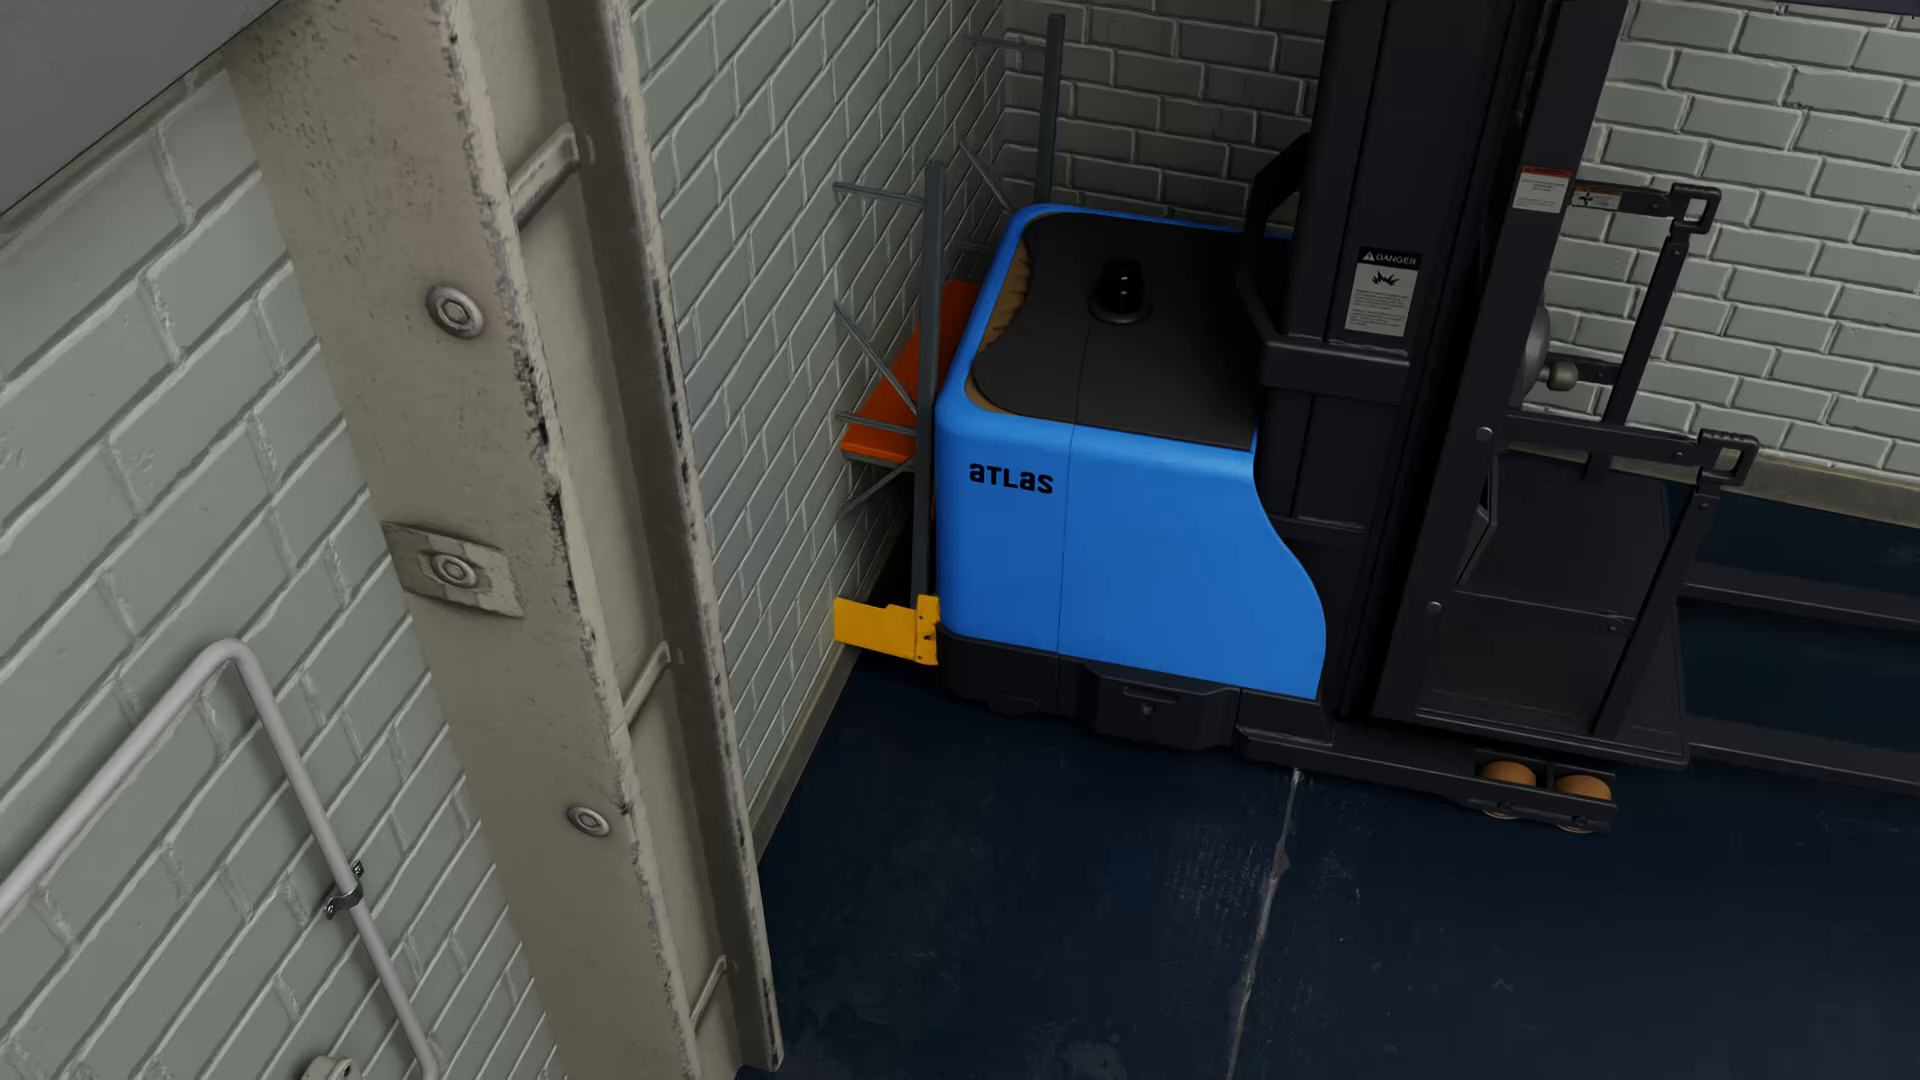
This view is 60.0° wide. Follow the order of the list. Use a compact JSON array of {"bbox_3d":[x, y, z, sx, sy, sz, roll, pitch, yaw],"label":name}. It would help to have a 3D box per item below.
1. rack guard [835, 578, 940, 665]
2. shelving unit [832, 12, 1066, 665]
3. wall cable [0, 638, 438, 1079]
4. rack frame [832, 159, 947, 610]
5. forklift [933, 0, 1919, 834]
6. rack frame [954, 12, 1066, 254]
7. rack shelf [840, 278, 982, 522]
[{"bbox_3d":[-0.326,0.168,4.684,0.587,0.250,0.087,13,39,13],"label":"rack guard"},{"bbox_3d":[-0.142,-0.610,4.680,0.587,1.500,1.083,13,39,13],"label":"shelving unit"},{"bbox_3d":[-1.133,0.823,1.538,0.084,1.984,1.851,13,46,13],"label":"wall cable"},{"bbox_3d":[-0.304,-0.316,4.287,0.500,1.500,0.032,13,39,13],"label":"rack frame"},{"bbox_3d":[1.495,-0.676,3.845,3.031,2.935,1.130,10,45,10],"label":"forklift"},{"bbox_3d":[0.015,-0.894,5.060,0.500,1.500,0.032,13,39,13],"label":"rack frame"},{"bbox_3d":[-0.153,-0.463,4.783,0.538,0.185,1.000,13,39,13],"label":"rack shelf"}]
